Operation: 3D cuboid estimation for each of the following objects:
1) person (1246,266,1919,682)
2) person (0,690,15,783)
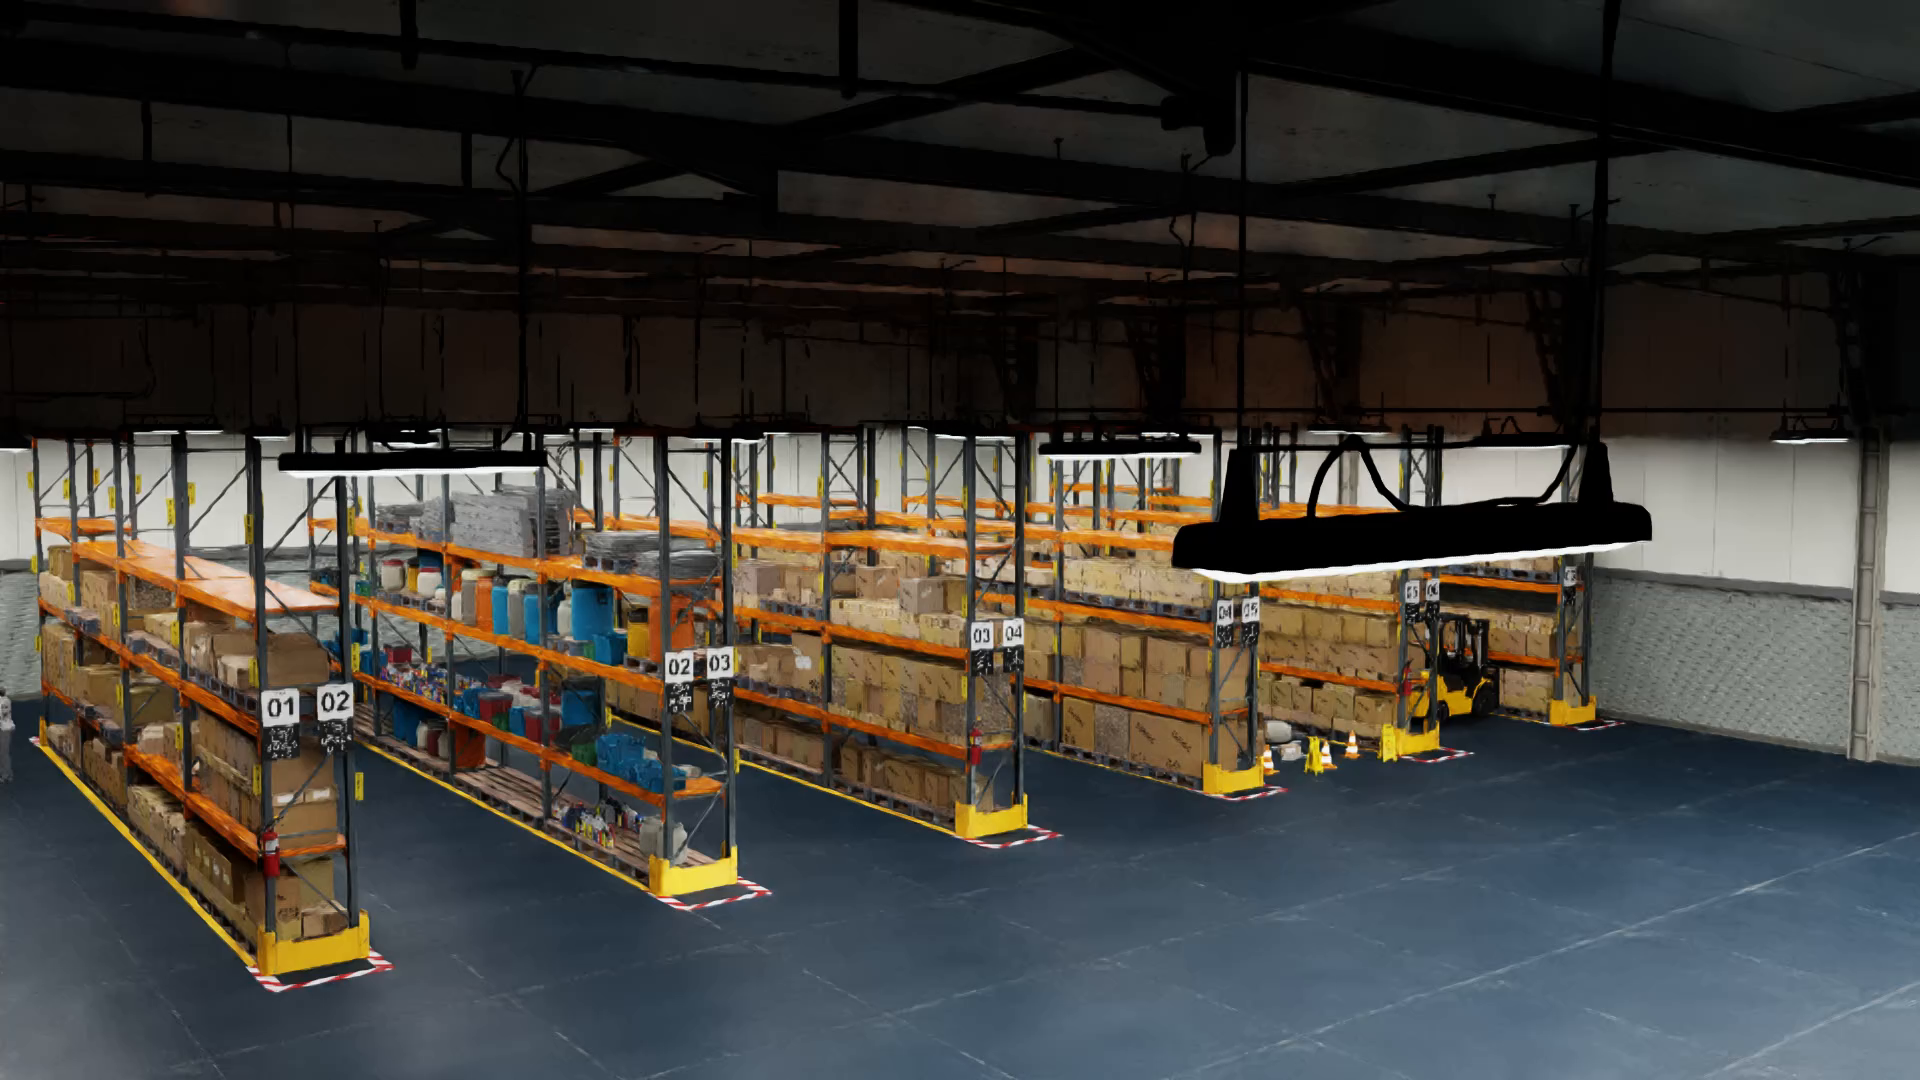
[{"bbox_3d":[13.026,-0.675,31.771,11.202,8.978,15.857,-1,5,-11],"label":"person"},{"bbox_3d":[-16.341,3.280,28.283,0.464,1.650,0.498,-1,5,-7],"label":"person"}]
